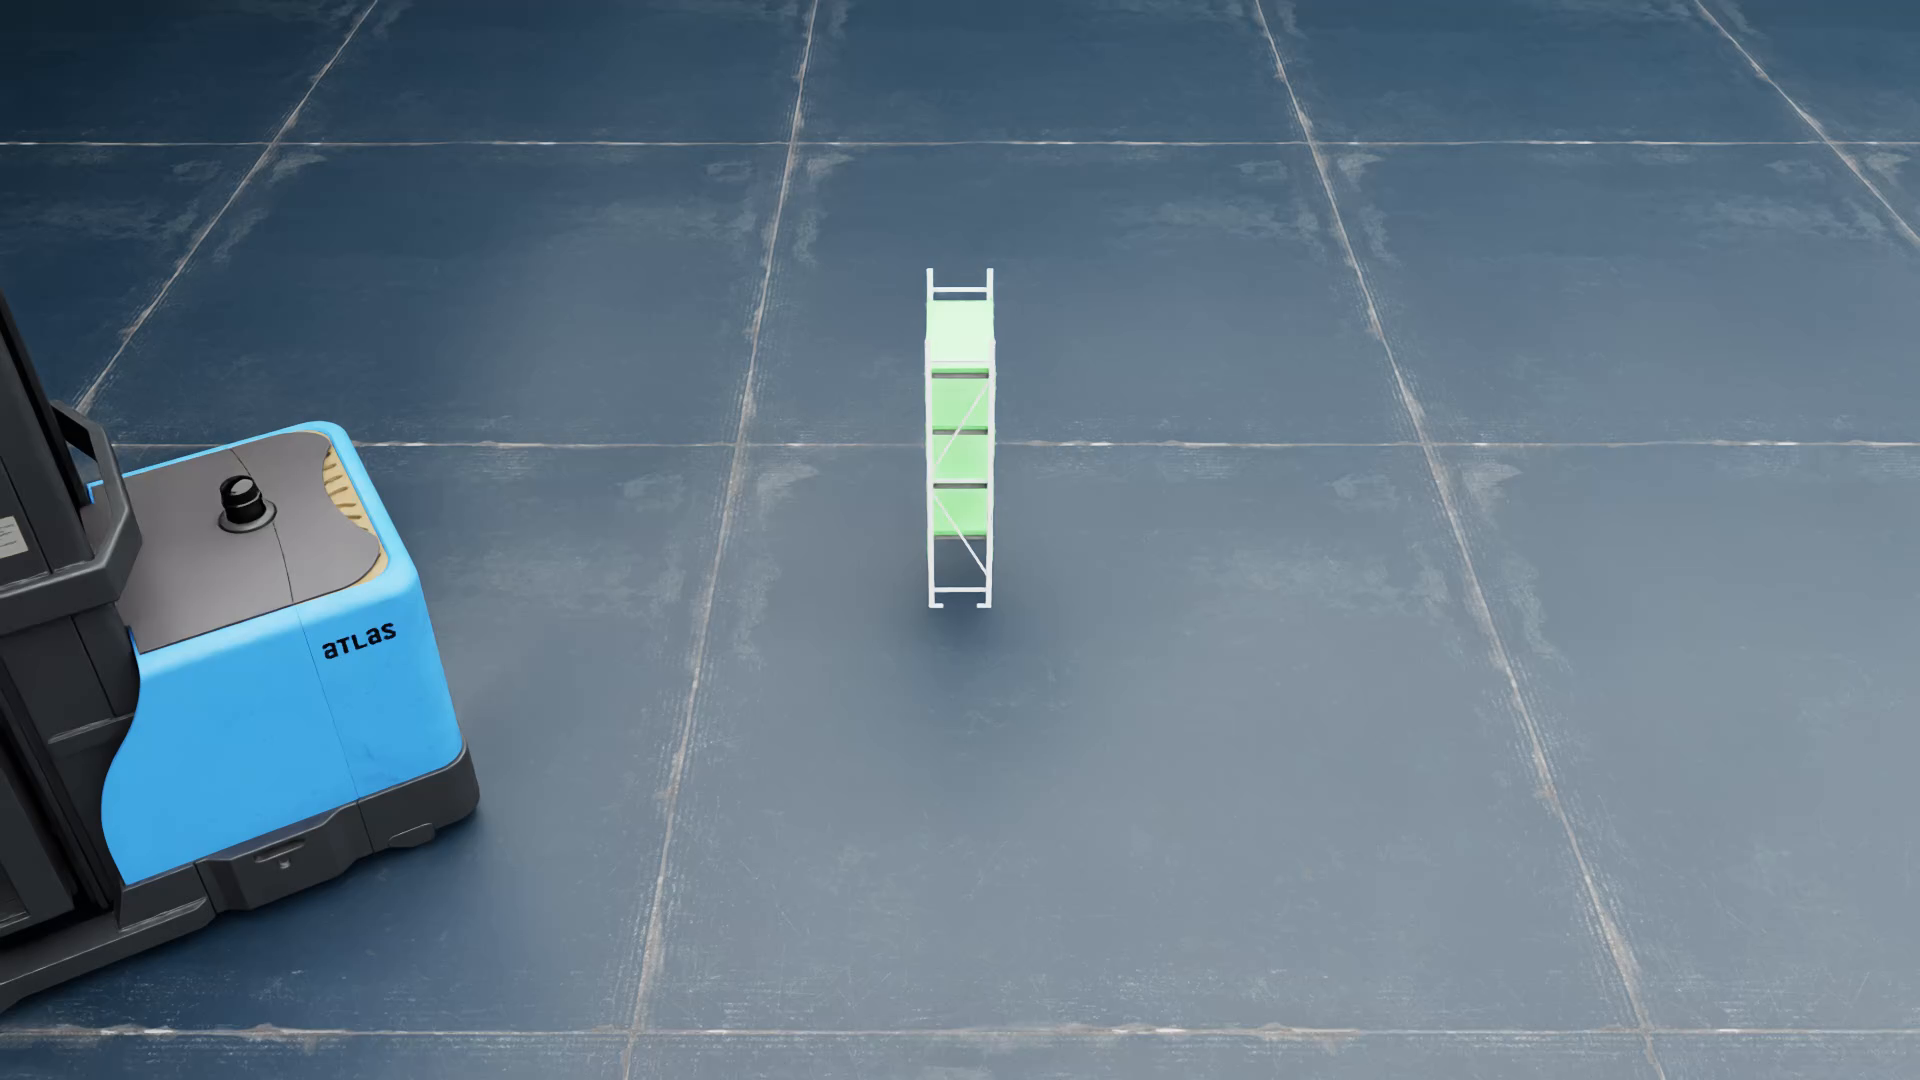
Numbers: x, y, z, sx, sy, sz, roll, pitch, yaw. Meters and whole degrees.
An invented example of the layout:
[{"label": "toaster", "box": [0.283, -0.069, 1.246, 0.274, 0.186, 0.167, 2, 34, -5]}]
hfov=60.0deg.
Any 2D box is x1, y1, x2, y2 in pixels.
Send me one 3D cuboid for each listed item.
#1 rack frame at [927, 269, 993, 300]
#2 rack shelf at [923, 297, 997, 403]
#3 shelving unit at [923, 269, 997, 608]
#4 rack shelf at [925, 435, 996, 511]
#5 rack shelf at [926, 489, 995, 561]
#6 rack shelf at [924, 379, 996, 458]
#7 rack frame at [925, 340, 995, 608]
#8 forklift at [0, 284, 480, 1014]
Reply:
[{"label": "rack frame", "box": [0.000, -0.517, 6.436, 0.240, 1.200, 0.015, 0, 39, 0]}, {"label": "rack shelf", "box": [0.000, -0.689, 5.985, 0.258, 0.148, 0.480, 0, 39, 0]}, {"label": "shelving unit", "box": [0.000, -0.365, 6.246, 0.258, 1.200, 0.503, 0, 39, 0]}, {"label": "rack shelf", "box": [0.000, -0.315, 6.286, 0.258, 0.148, 0.480, 0, 39, 0]}, {"label": "rack shelf", "box": [0.000, -0.128, 6.436, 0.258, 0.148, 0.480, 0, 39, 0]}, {"label": "rack shelf", "box": [0.000, -0.502, 6.135, 0.258, 0.148, 0.480, 0, 39, 0]}, {"label": "rack frame", "box": [0.000, -0.212, 6.055, 0.240, 1.200, 0.015, 0, 39, 0]}, {"label": "forklift", "box": [-3.138, -0.002, 4.409, 3.031, 2.935, 1.130, -20, 43, -23]}]
